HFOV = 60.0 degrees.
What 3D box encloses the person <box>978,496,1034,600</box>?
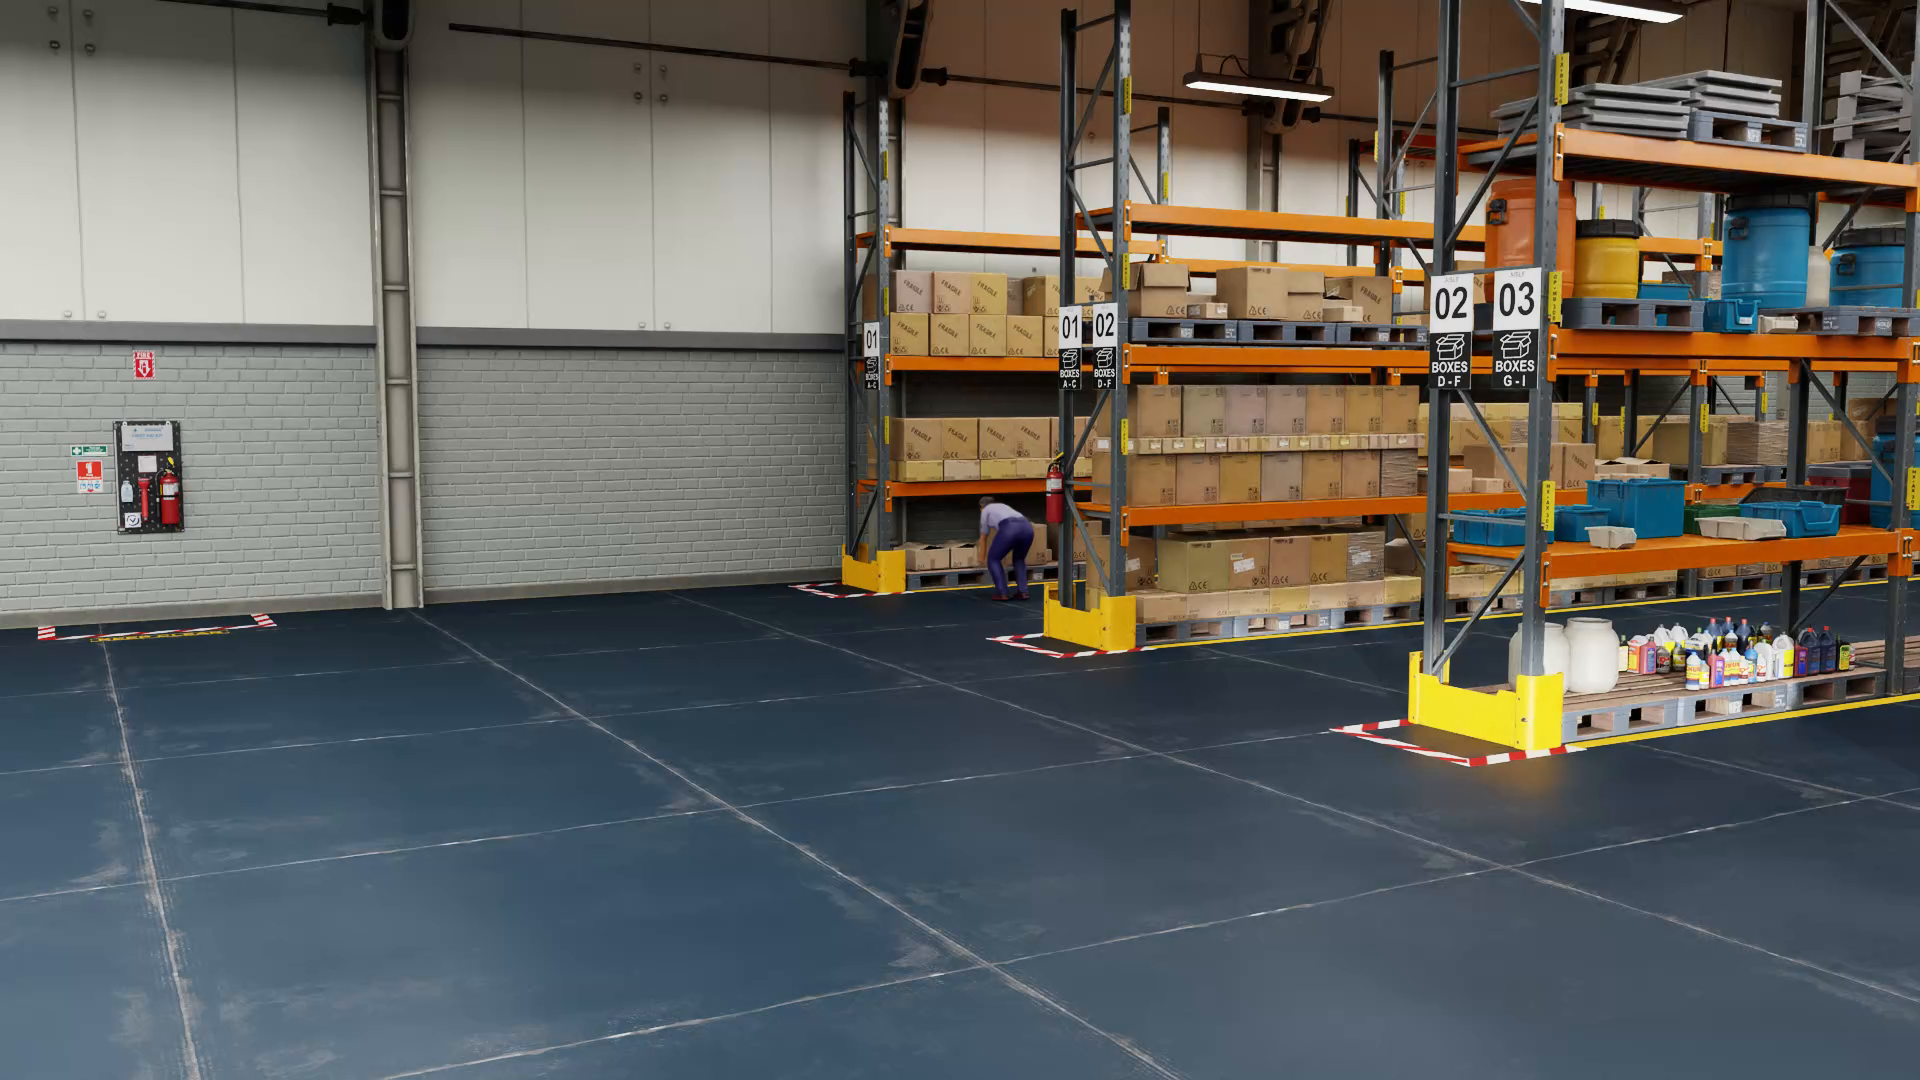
[{"bbox_3d":[0.494,0.094,19.244,0.487,1.169,0.868,-3,6,-31],"label":"person"}]
